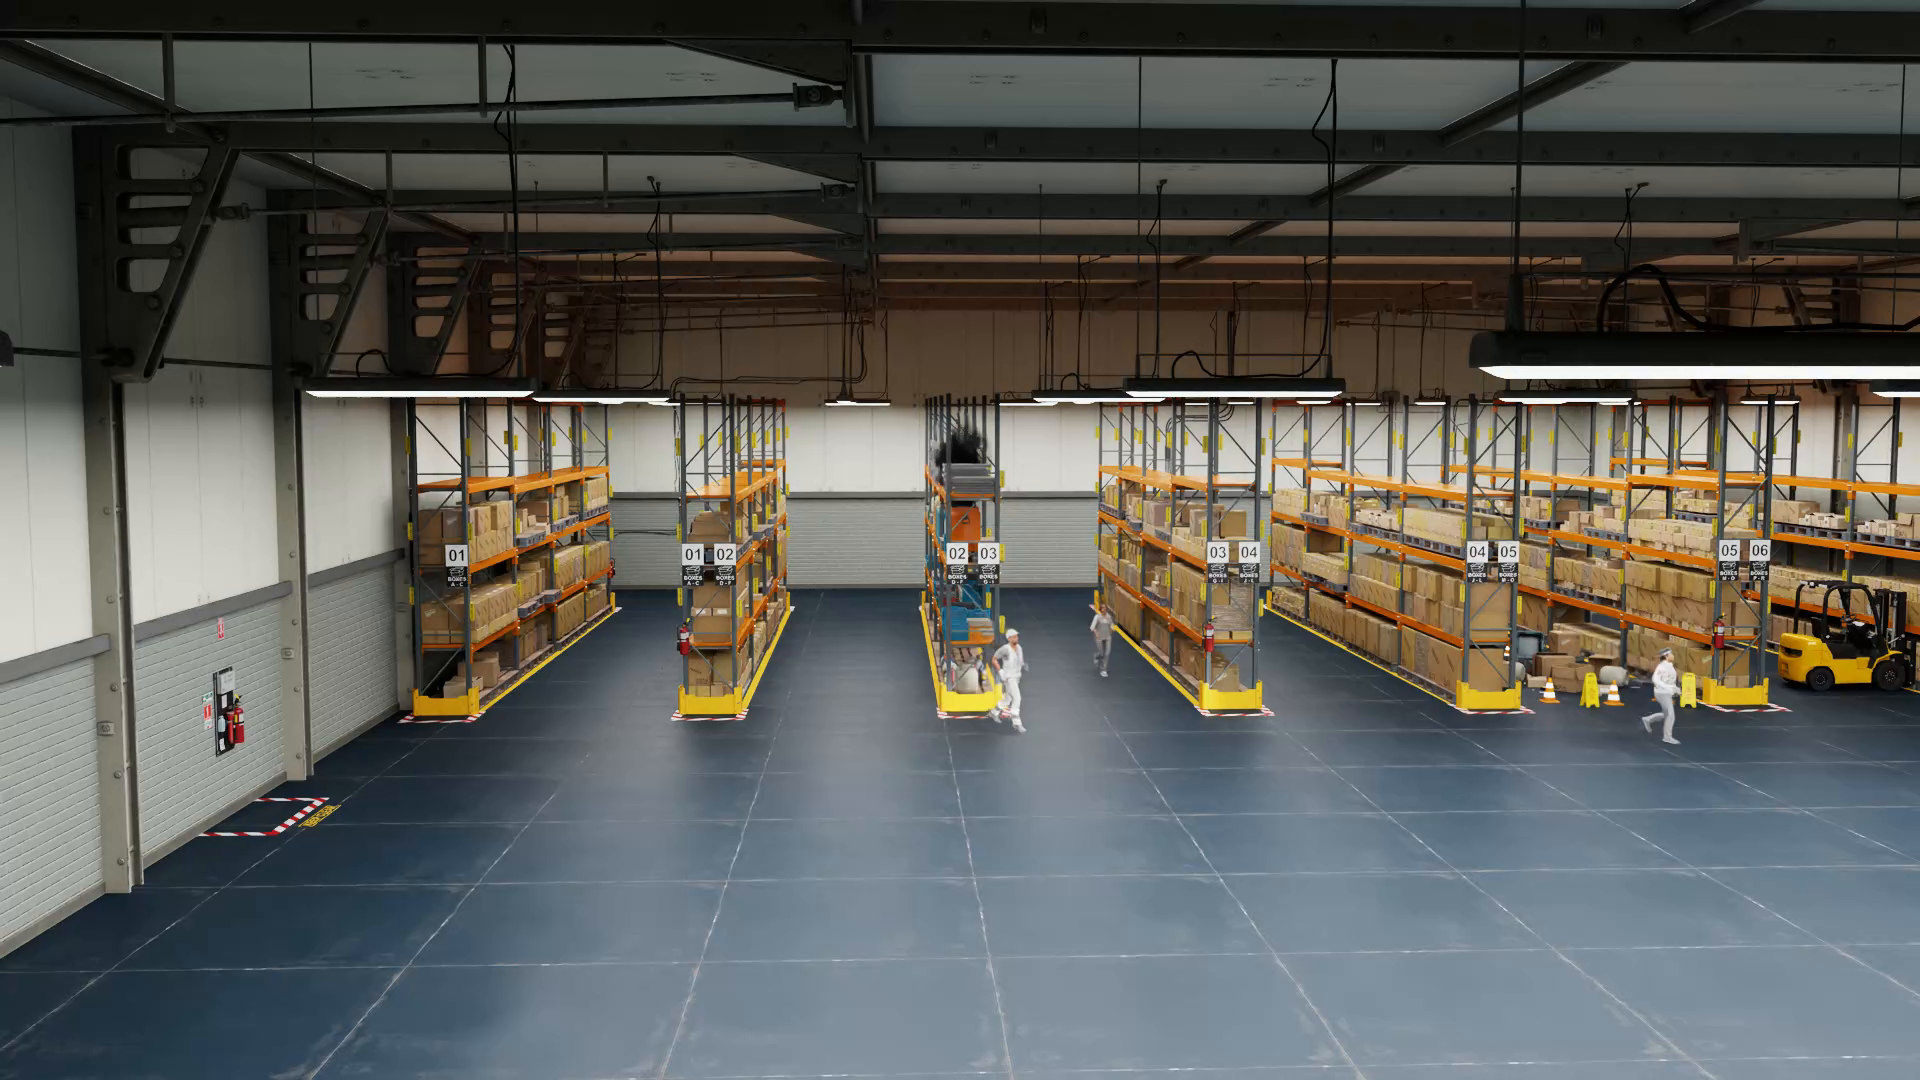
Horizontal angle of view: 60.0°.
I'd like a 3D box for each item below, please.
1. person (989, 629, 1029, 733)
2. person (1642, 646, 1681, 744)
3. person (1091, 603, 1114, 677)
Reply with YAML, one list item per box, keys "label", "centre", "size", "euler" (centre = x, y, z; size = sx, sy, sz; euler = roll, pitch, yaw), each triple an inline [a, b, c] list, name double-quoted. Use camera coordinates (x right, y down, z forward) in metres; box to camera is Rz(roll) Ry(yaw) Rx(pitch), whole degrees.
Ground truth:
- label: "person"
  centre: [0.872, 2.482, 29.684]
  size: [0.863, 1.820, 0.648]
  euler: [3, 6, 37]
- label: "person"
  centre: [12.037, 2.647, 28.562]
  size: [0.676, 1.684, 0.618]
  euler: [4, 6, 39]
- label: "person"
  centre: [3.070, 2.128, 35.726]
  size: [0.536, 1.565, 0.651]
  euler: [-1, 5, -12]
